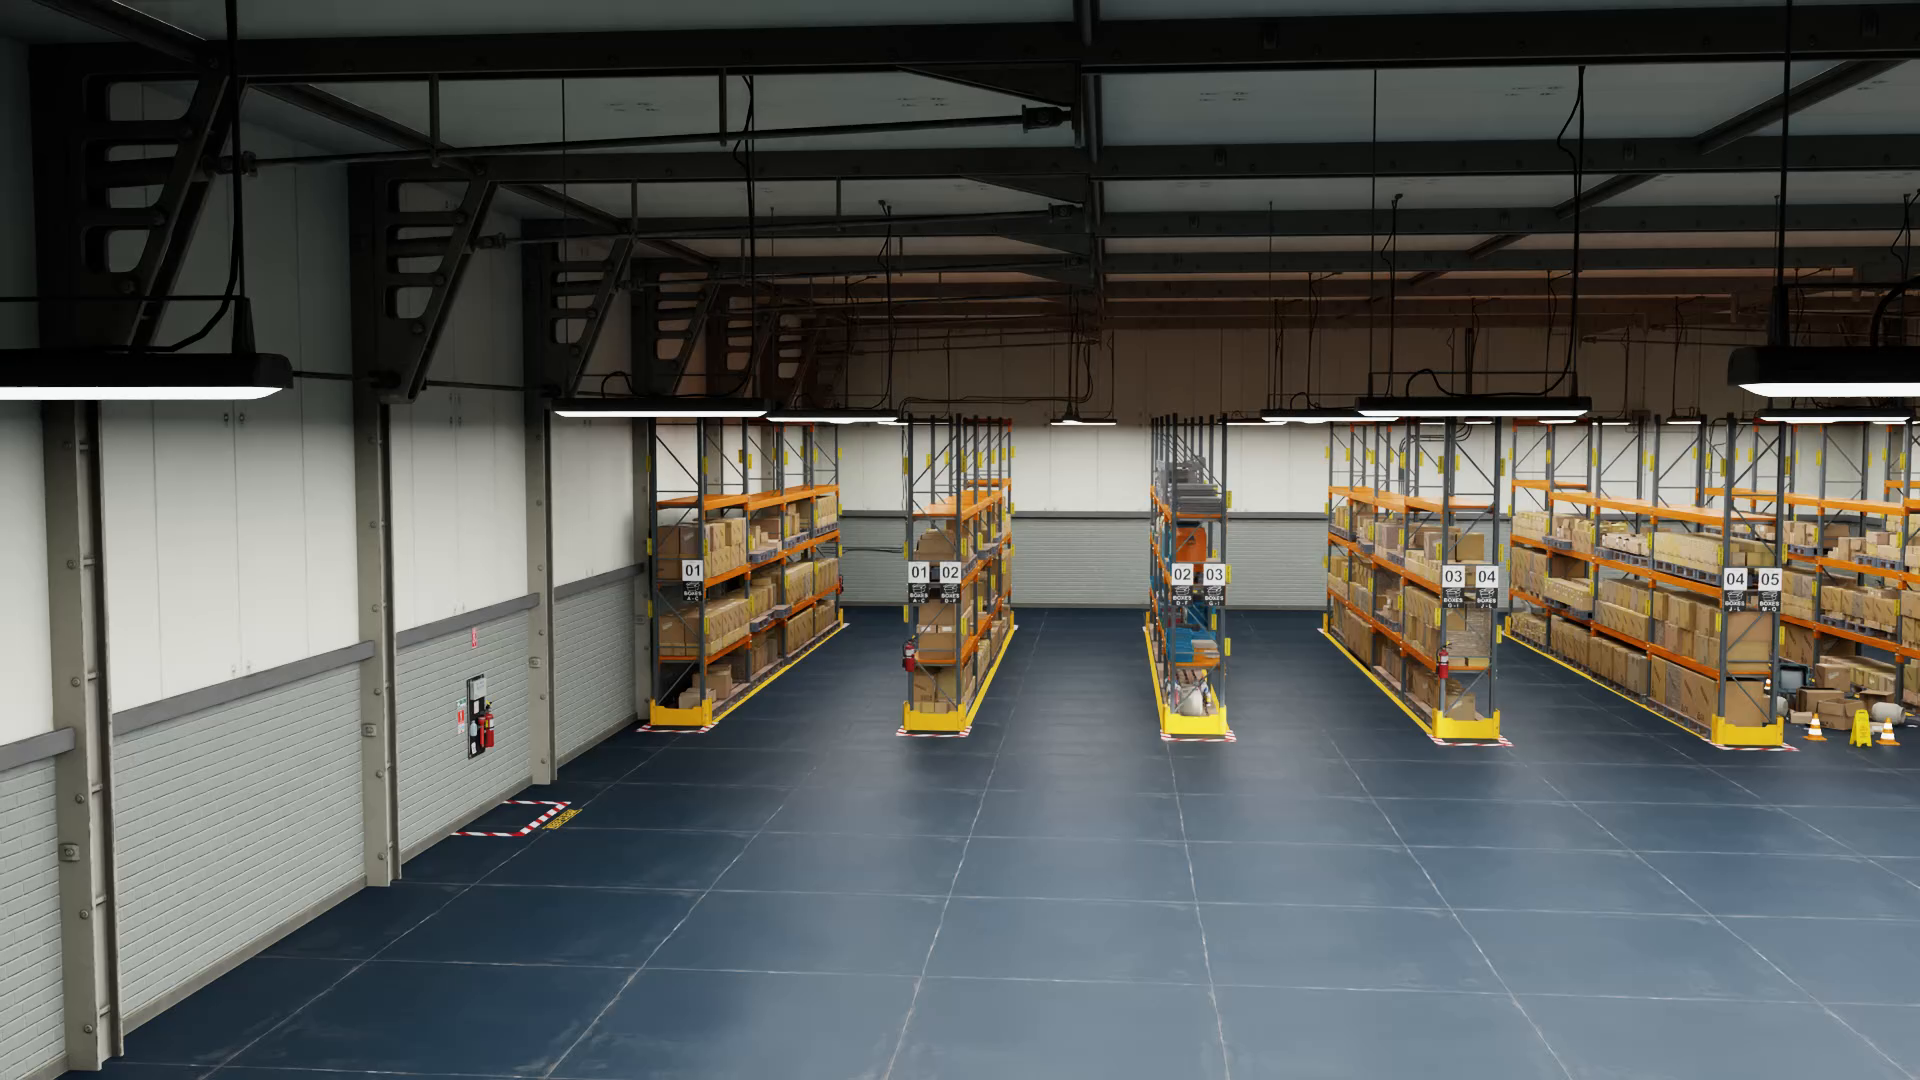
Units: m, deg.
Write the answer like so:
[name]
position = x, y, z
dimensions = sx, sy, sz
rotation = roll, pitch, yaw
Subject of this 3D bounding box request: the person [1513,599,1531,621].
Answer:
[person]
position = 16.051, 1.698, 47.315
dimensions = 0.570, 1.661, 0.528
rotation = 2, 4, 22
